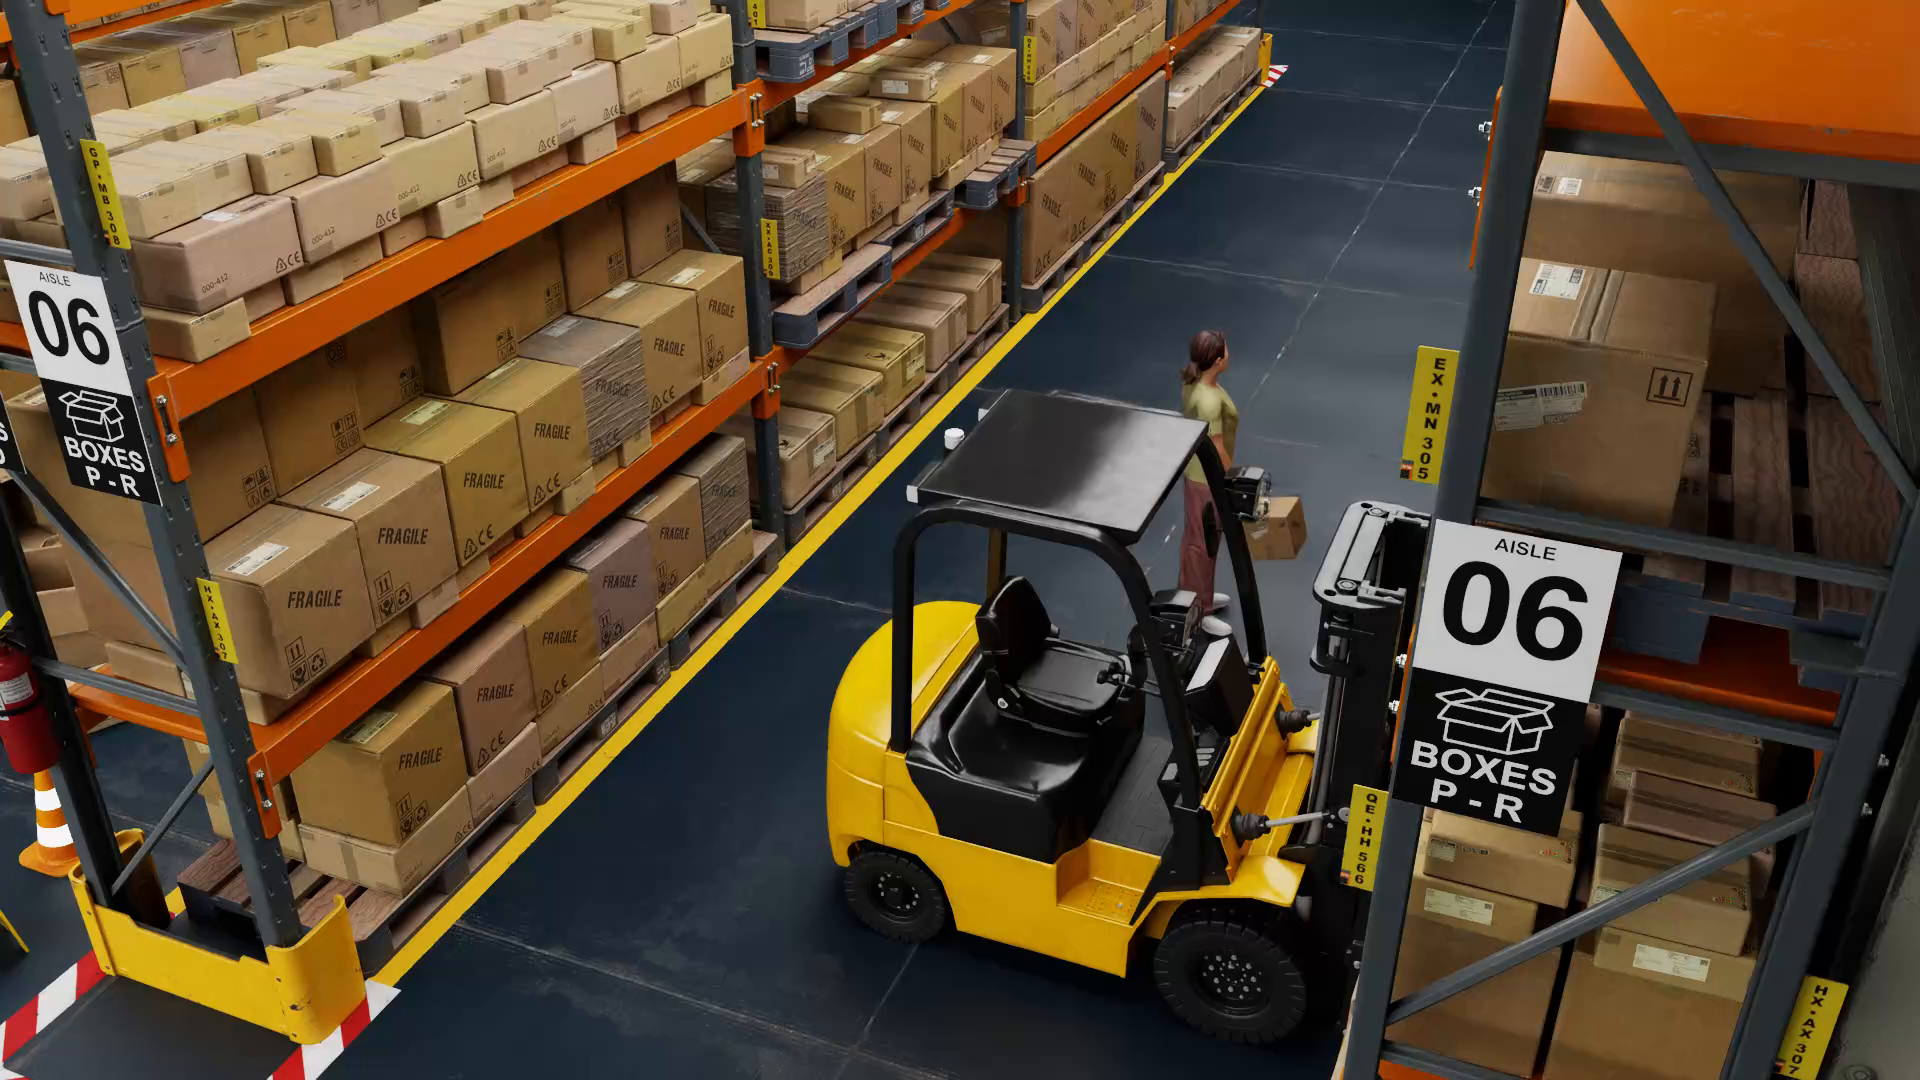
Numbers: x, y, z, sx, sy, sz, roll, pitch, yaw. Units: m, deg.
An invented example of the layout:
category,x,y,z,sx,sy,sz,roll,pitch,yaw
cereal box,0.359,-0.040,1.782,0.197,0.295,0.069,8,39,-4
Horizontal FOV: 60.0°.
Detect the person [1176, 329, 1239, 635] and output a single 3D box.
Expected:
category,x,y,z,sx,sy,sz,roll,pitch,yaw
person,1.335,-0.324,8.939,0.410,1.680,0.534,-2,30,-3
